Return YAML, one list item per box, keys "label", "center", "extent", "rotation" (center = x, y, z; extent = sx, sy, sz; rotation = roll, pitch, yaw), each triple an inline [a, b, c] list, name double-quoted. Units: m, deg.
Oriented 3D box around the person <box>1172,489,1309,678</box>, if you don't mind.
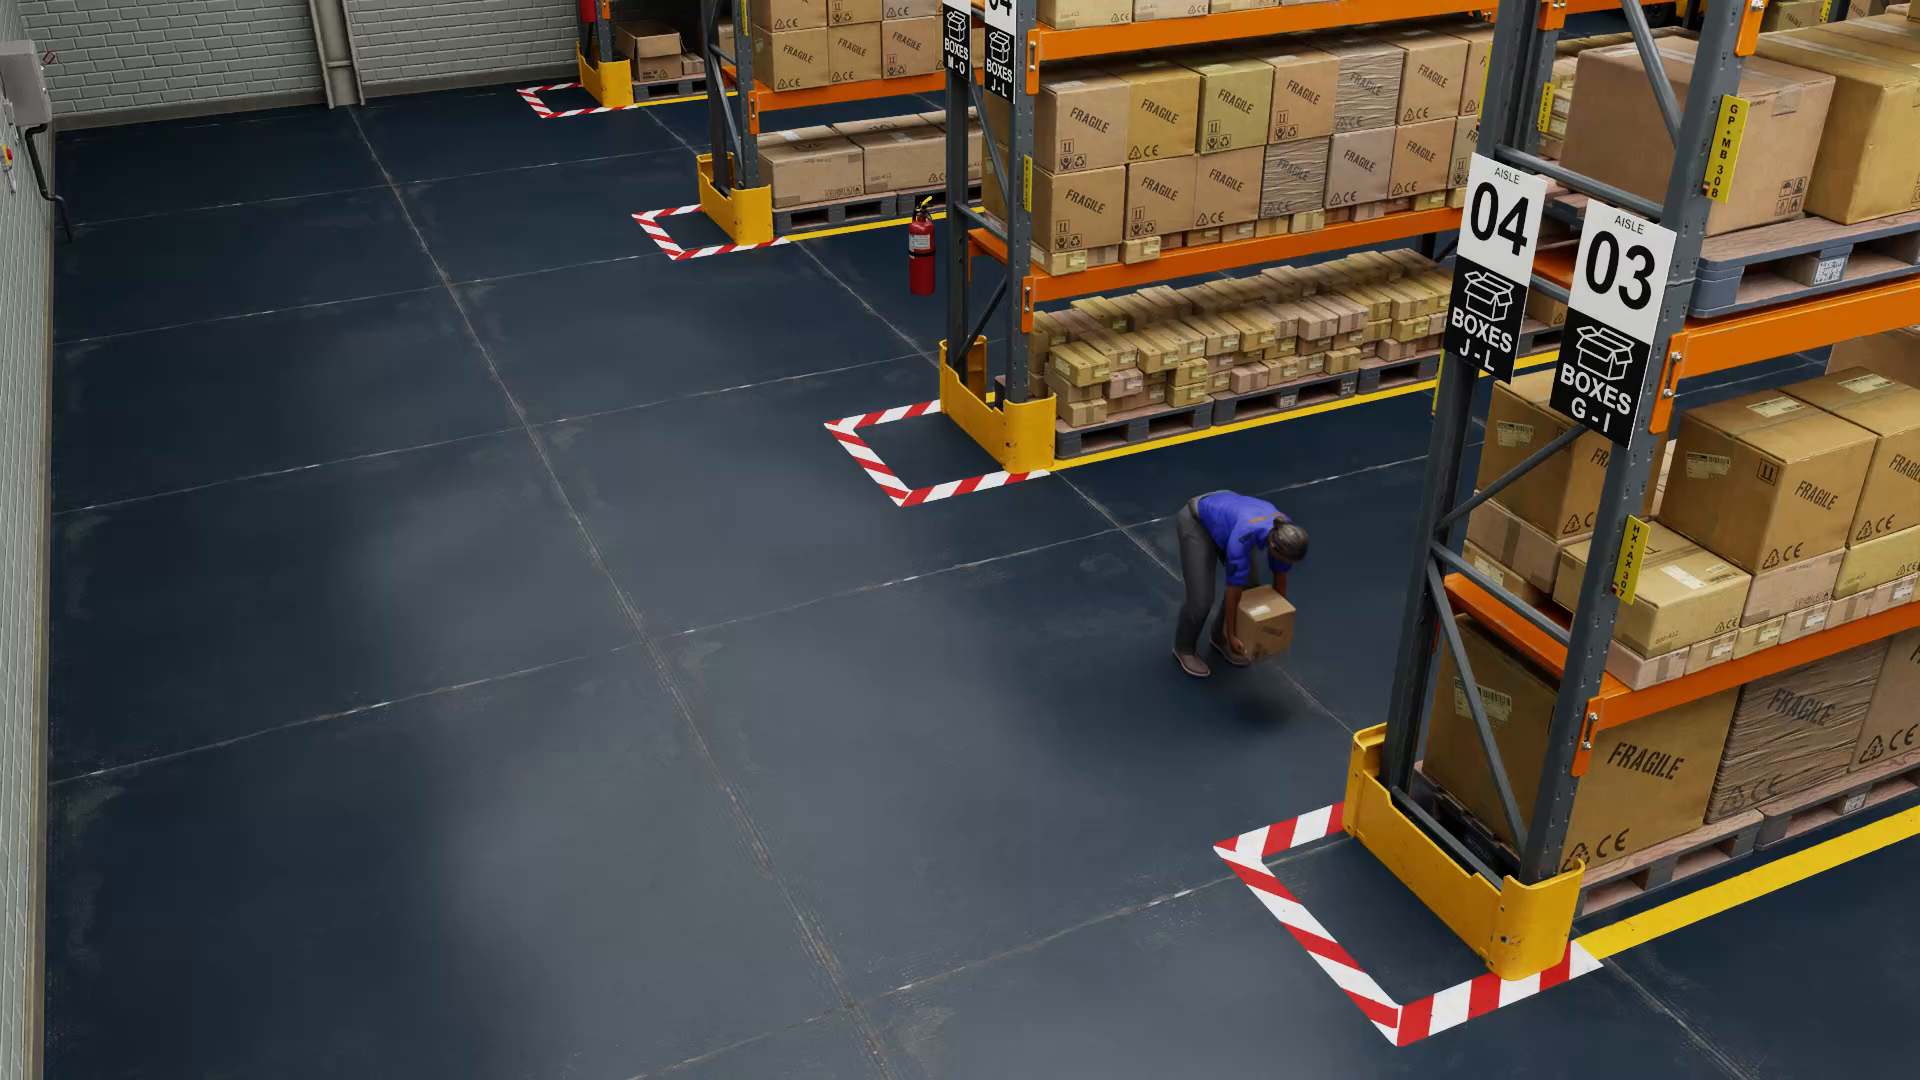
- label: "person"
  center: [1.446, 0.259, 8.553]
  extent: [0.422, 1.112, 0.867]
  rotation: [-14, 33, -23]
